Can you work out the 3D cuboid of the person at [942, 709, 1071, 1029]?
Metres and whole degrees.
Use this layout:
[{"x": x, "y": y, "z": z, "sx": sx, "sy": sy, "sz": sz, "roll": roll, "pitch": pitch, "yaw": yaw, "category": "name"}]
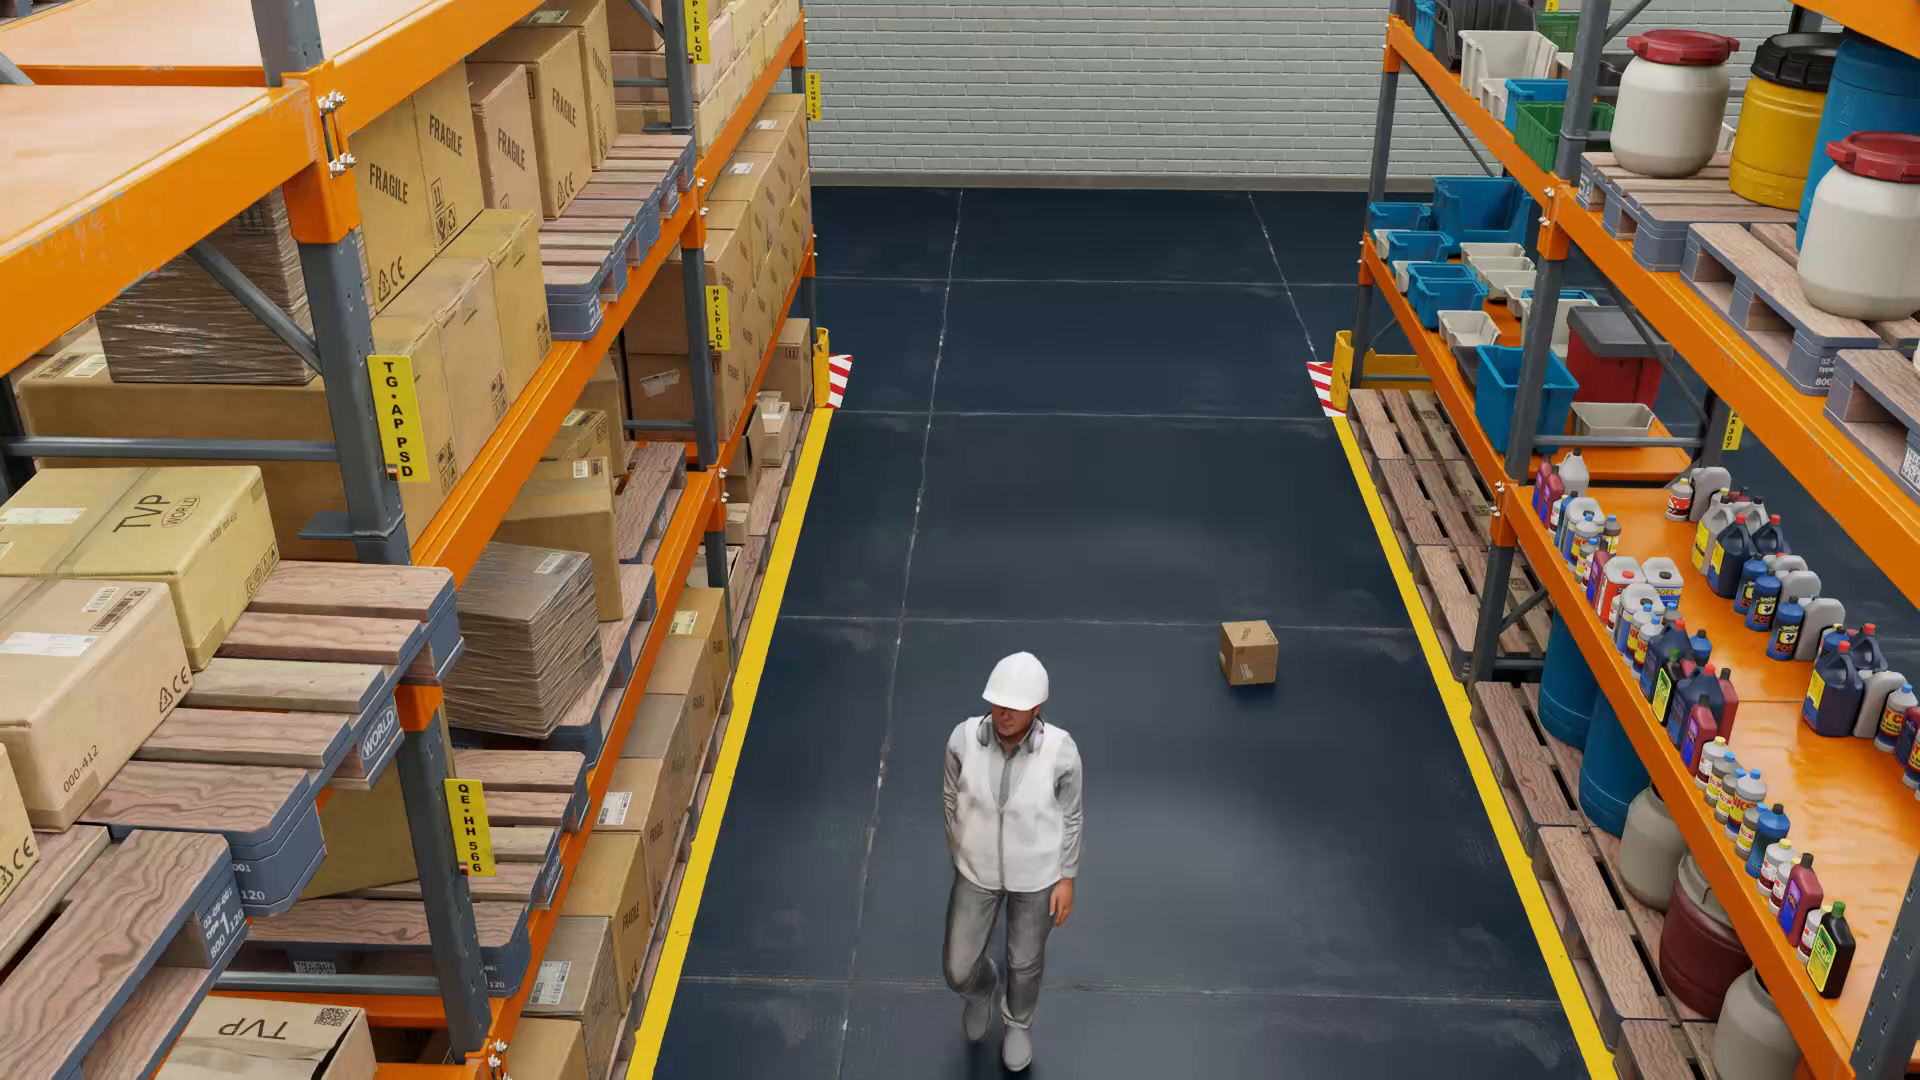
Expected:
[{"x": 0.179, "y": 1.314, "z": 6.237, "sx": 0.453, "sy": 1.472, "sz": 0.456, "roll": 5, "pitch": 28, "yaw": 9, "category": "person"}]
